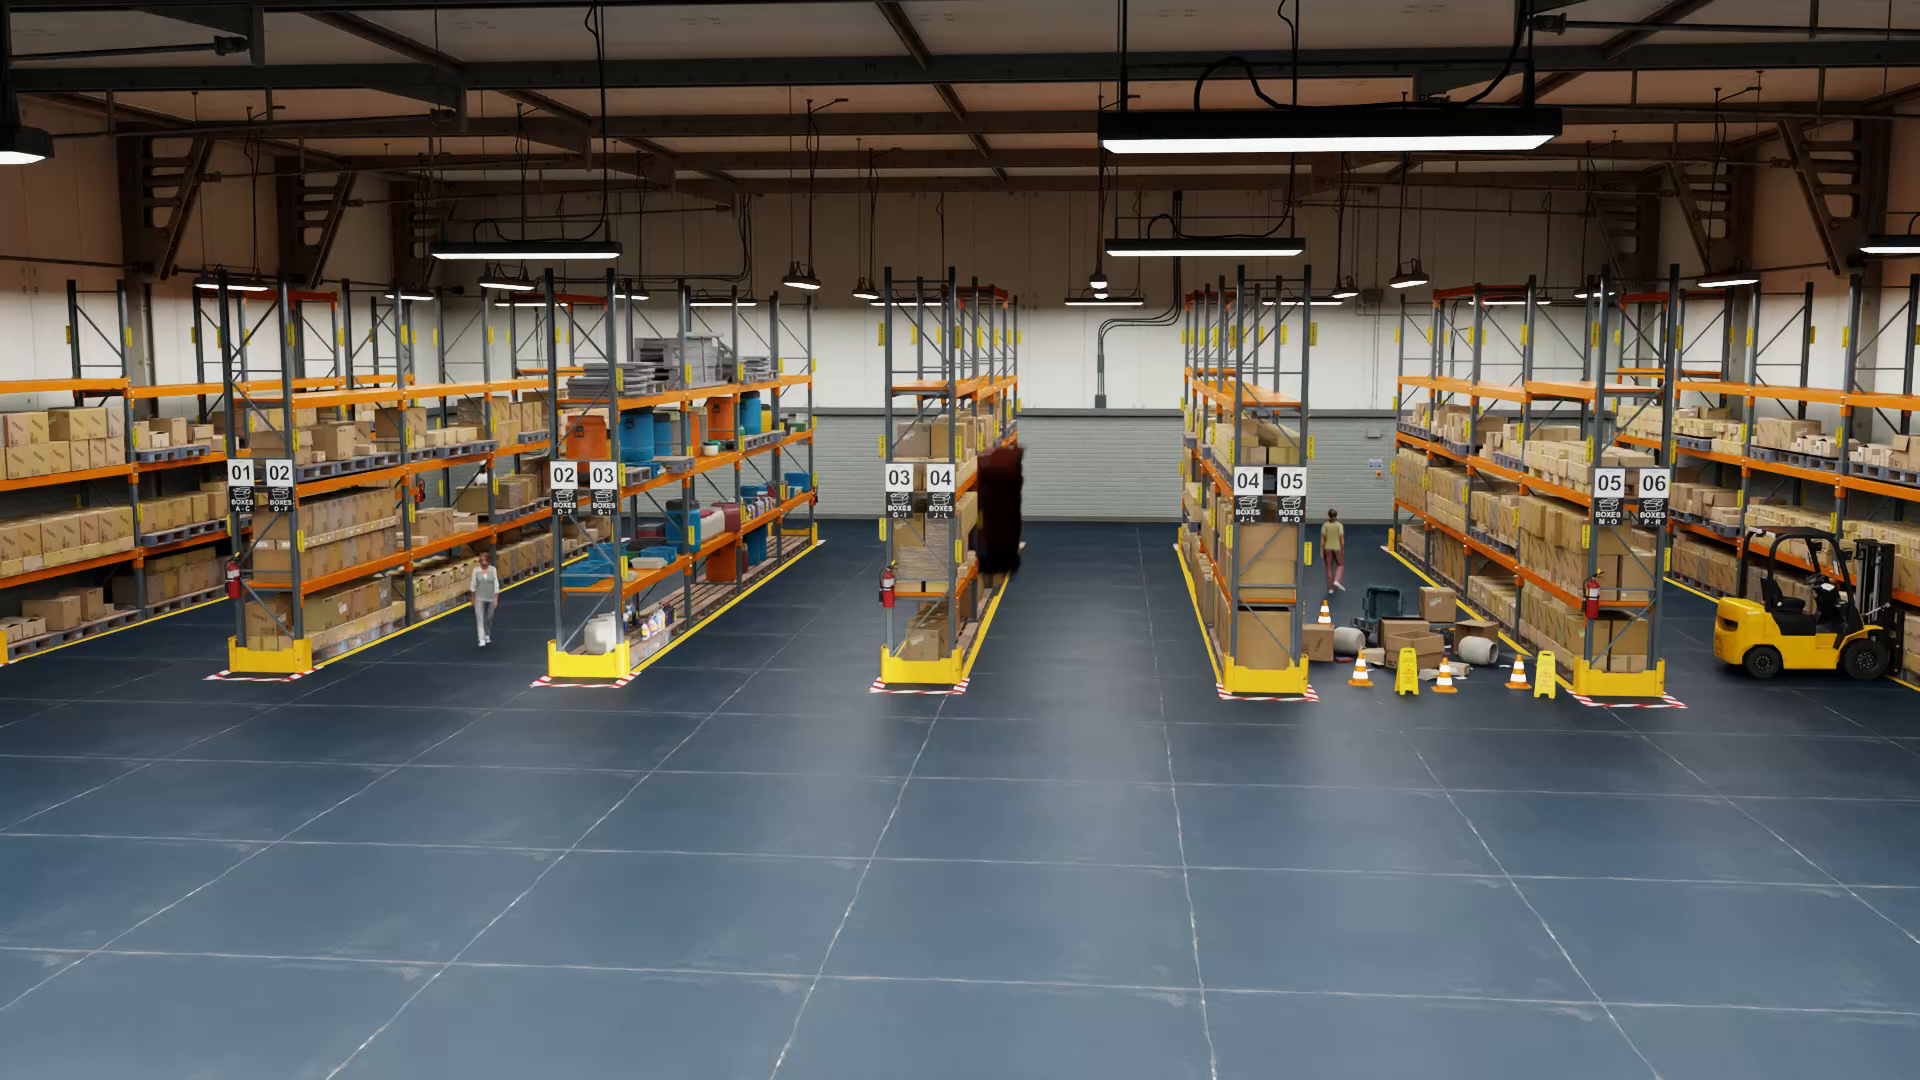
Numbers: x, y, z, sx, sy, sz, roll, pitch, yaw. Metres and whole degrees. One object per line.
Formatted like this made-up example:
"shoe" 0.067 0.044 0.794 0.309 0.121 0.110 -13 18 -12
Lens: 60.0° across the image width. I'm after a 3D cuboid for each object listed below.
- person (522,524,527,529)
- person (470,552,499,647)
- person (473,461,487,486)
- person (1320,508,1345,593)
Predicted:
"person" -10.687 -0.790 40.500 0.591 1.770 0.707 4 8 32
"person" -7.662 0.967 26.856 0.430 1.520 1.021 -4 8 -27
"person" -12.747 -1.268 44.459 0.658 1.705 1.079 0 7 -4
"person" 7.317 0.219 32.631 0.496 1.670 0.491 1 7 12
